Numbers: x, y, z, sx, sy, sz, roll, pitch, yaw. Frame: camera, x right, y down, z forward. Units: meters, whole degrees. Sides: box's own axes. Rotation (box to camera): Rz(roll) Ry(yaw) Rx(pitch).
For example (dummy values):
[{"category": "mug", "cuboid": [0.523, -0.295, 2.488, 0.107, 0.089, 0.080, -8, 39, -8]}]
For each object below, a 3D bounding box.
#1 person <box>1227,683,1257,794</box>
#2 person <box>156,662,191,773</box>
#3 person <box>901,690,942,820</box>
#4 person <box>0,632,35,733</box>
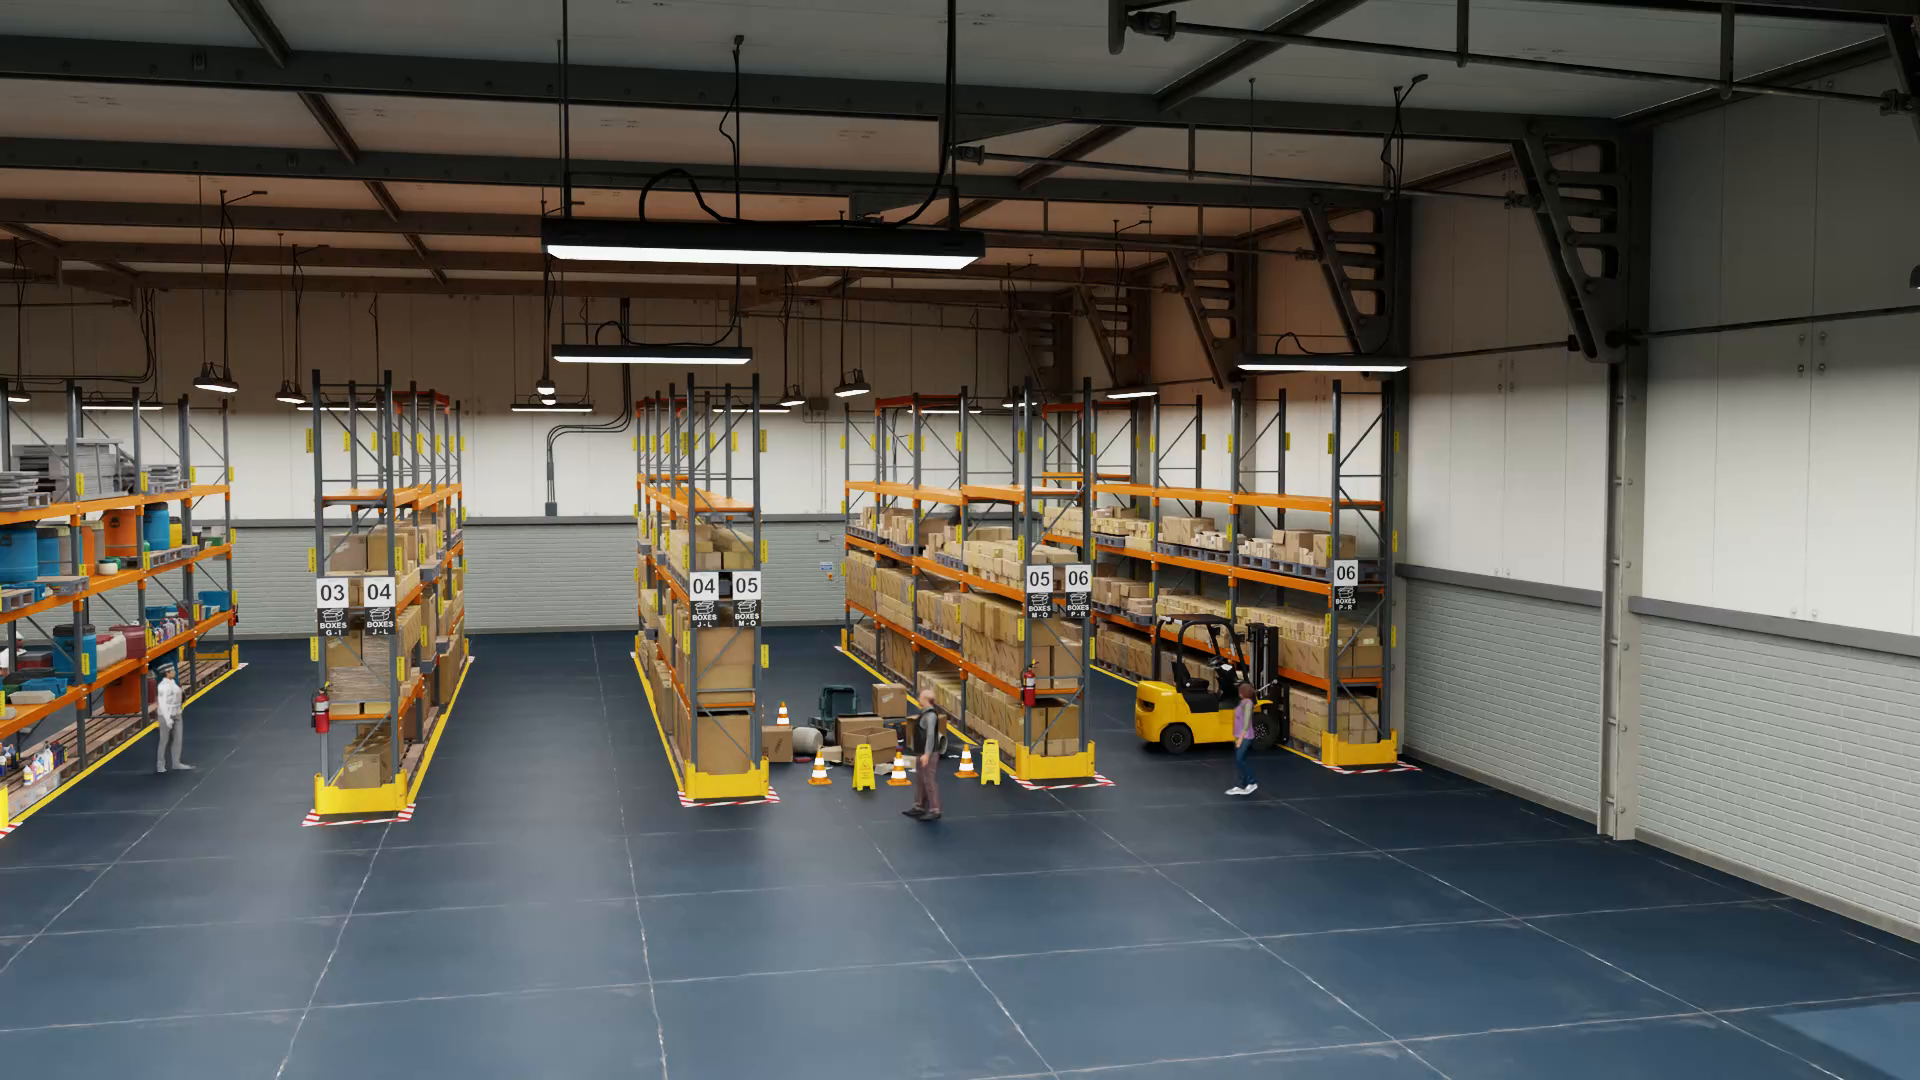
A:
[{"category": "person", "cuboid": [4.028, 2.842, 23.683, 0.381, 1.592, 0.448, -1, 3, -13]}, {"category": "person", "cuboid": [-12.082, 2.707, 25.406, 0.426, 1.678, 0.503, 1, 3, 16]}, {"category": "person", "cuboid": [-0.502, 2.857, 22.183, 0.513, 1.734, 0.595, 0, 3, -8]}, {"category": "person", "cuboid": [-16.252, 2.466, 28.646, 0.409, 1.765, 0.618, 2, 4, 29]}]
